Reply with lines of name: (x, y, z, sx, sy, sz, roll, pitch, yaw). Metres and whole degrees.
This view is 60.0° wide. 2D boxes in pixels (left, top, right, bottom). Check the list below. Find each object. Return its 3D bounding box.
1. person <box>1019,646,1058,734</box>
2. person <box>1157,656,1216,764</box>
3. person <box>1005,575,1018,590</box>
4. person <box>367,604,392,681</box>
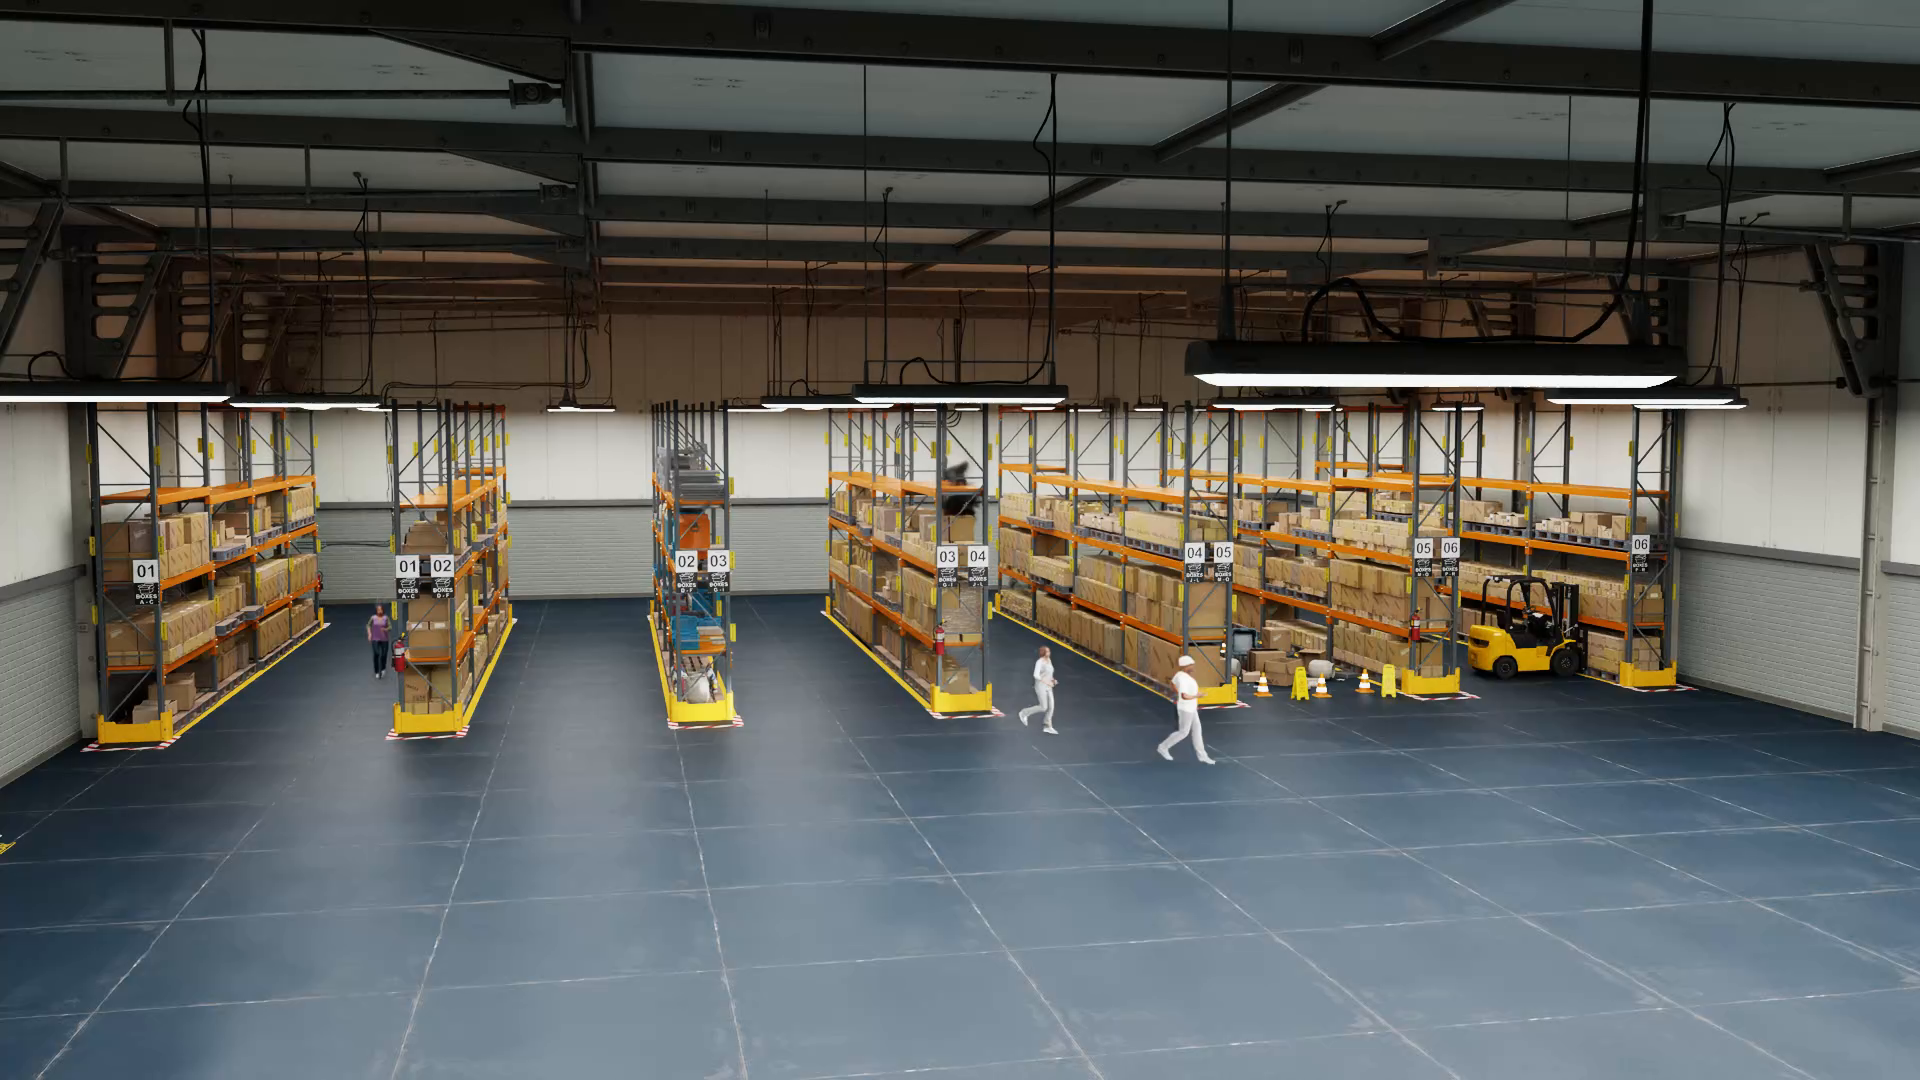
person: (1.453, 2.691, 30.005, 0.710, 1.588, 0.544, 2, 5, 28)
person: (3.699, 2.771, 27.097, 0.962, 1.771, 0.695, 1, 4, 14)
person: (1.611, 1.134, 50.116, 0.570, 1.607, 0.702, 2, 5, 24)
person: (-12.543, 2.214, 35.960, 0.503, 1.644, 0.710, -2, 5, -23)
